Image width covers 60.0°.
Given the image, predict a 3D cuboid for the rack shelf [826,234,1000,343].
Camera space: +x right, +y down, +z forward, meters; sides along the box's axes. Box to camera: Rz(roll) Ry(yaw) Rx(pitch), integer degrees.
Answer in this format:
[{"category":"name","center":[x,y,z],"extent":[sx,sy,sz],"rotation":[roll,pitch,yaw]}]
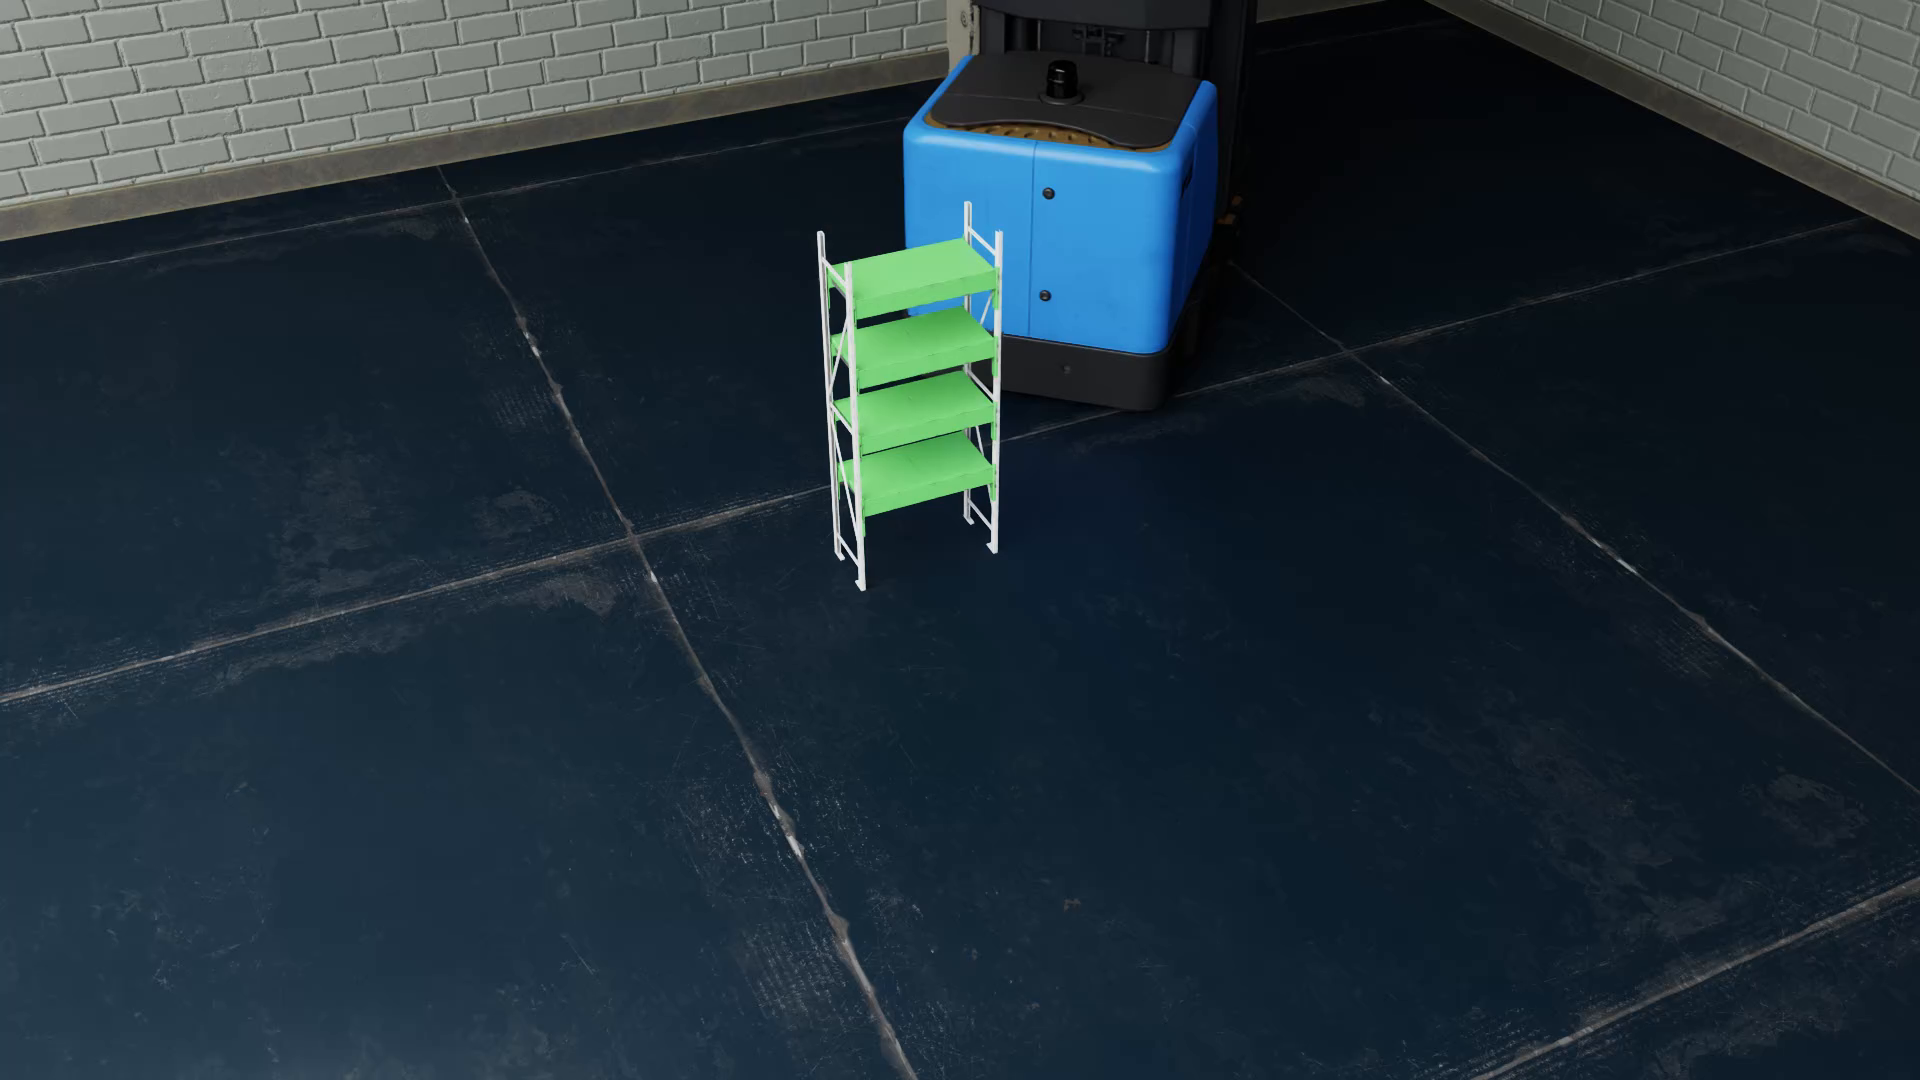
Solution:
[{"category":"rack shelf","center":[-0.150,-0.774,5.088],"extent":[0.480,0.148,0.258],"rotation":[-16,39,-20]}]

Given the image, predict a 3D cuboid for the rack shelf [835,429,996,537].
[{"category":"rack shelf","center":[-0.150,-0.196,5.517],"extent":[0.480,0.148,0.258],"rotation":[-16,39,-20]}]

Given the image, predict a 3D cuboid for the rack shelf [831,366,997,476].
[{"category":"rack shelf","center":[-0.150,-0.389,5.374],"extent":[0.480,0.148,0.258],"rotation":[-16,39,-20]}]

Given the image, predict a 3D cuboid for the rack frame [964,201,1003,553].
[{"category":"rack frame","center":[0.071,-0.502,5.419],"extent":[0.015,1.200,0.240],"rotation":[-16,39,-20]}]

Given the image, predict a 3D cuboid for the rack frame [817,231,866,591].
[{"category":"rack frame","center":[-0.371,-0.378,5.253],"extent":[0.015,1.200,0.240],"rotation":[-16,39,-20]}]

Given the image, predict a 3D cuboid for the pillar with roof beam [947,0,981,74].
[{"category":"pillar with roof beam","center":[2.000,-3.849,3.385],"extent":[0.400,9.000,9.100],"rotation":[-16,39,-20]}]

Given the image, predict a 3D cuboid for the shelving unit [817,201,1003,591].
[{"category":"shelving unit","center":[-0.150,-0.440,5.336],"extent":[0.503,1.200,0.258],"rotation":[-16,39,-20]}]

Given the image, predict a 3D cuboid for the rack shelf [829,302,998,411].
[{"category":"rack shelf","center":[-0.150,-0.581,5.231],"extent":[0.480,0.148,0.258],"rotation":[-16,39,-20]}]

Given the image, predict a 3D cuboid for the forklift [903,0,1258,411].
[{"category":"forklift","center":[0.694,-2.544,6.720],"extent":[1.130,2.935,3.031],"rotation":[10,38,13]}]
